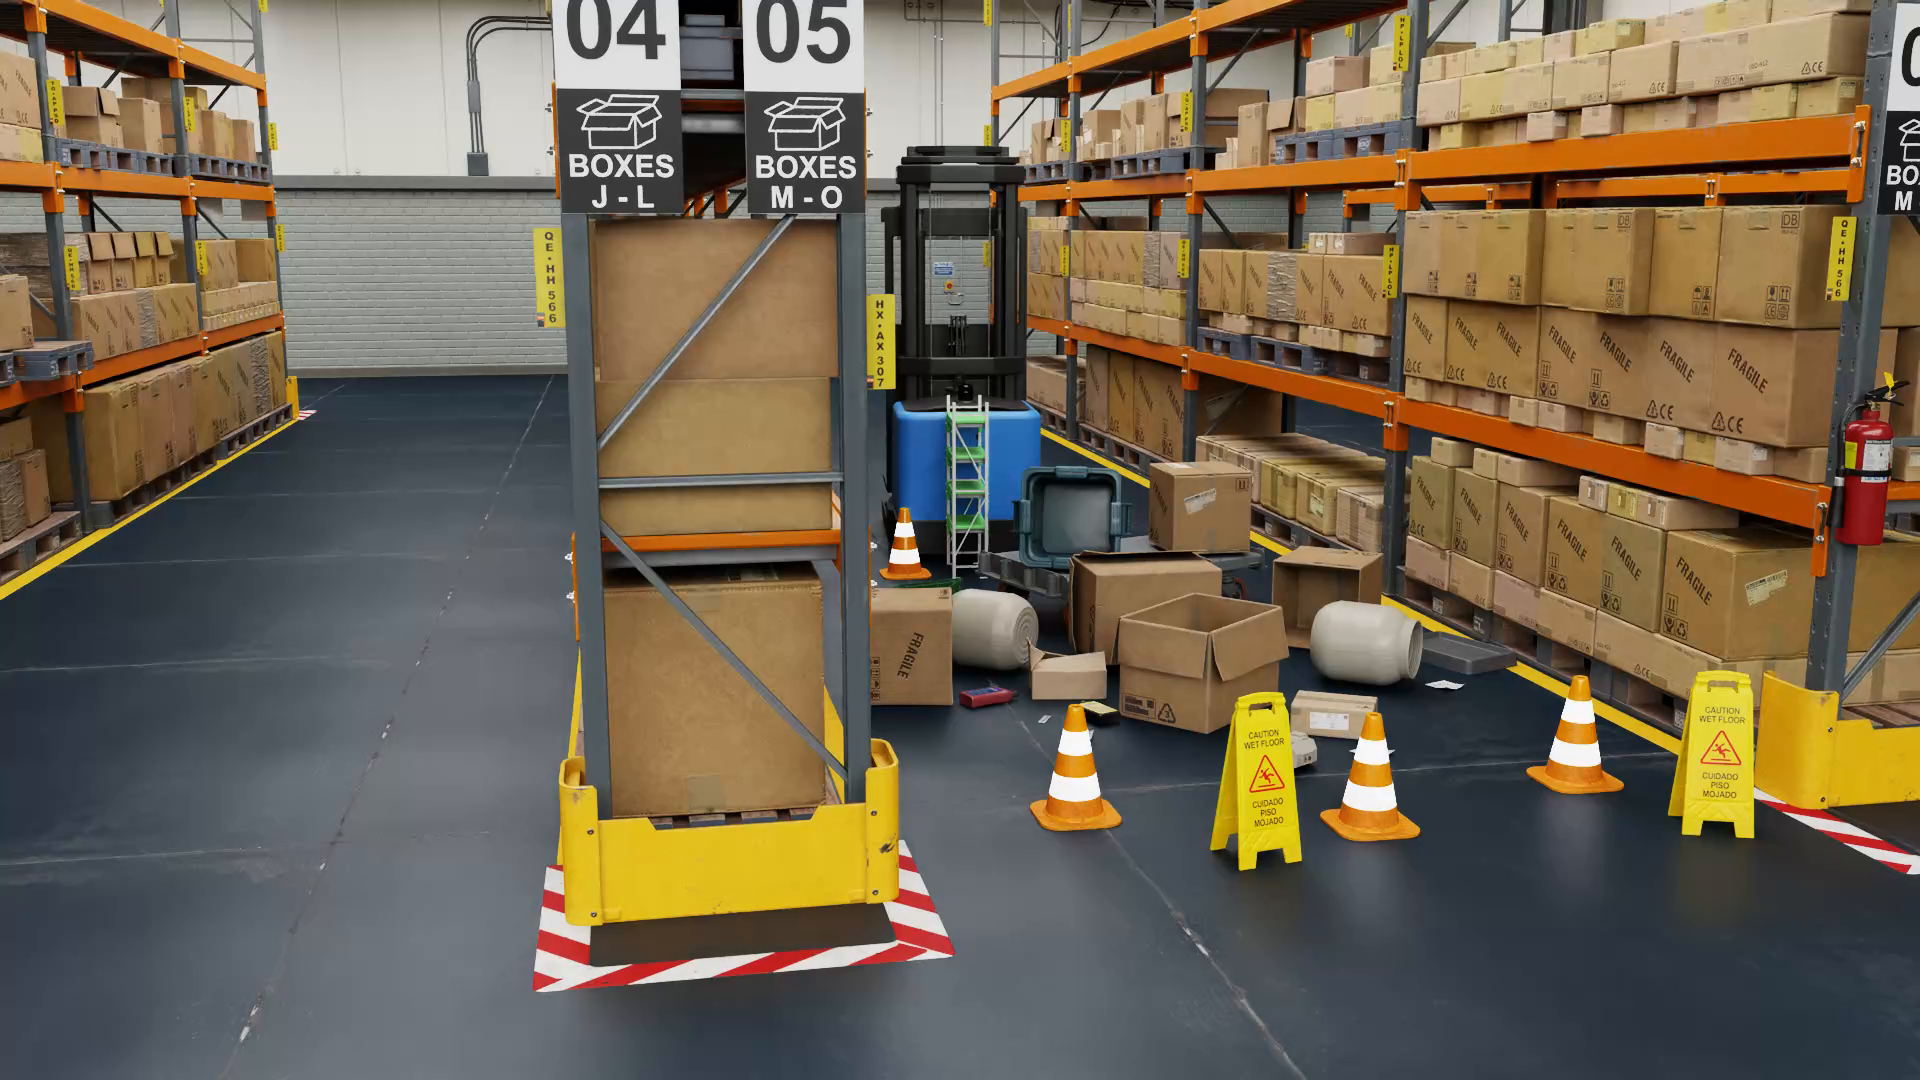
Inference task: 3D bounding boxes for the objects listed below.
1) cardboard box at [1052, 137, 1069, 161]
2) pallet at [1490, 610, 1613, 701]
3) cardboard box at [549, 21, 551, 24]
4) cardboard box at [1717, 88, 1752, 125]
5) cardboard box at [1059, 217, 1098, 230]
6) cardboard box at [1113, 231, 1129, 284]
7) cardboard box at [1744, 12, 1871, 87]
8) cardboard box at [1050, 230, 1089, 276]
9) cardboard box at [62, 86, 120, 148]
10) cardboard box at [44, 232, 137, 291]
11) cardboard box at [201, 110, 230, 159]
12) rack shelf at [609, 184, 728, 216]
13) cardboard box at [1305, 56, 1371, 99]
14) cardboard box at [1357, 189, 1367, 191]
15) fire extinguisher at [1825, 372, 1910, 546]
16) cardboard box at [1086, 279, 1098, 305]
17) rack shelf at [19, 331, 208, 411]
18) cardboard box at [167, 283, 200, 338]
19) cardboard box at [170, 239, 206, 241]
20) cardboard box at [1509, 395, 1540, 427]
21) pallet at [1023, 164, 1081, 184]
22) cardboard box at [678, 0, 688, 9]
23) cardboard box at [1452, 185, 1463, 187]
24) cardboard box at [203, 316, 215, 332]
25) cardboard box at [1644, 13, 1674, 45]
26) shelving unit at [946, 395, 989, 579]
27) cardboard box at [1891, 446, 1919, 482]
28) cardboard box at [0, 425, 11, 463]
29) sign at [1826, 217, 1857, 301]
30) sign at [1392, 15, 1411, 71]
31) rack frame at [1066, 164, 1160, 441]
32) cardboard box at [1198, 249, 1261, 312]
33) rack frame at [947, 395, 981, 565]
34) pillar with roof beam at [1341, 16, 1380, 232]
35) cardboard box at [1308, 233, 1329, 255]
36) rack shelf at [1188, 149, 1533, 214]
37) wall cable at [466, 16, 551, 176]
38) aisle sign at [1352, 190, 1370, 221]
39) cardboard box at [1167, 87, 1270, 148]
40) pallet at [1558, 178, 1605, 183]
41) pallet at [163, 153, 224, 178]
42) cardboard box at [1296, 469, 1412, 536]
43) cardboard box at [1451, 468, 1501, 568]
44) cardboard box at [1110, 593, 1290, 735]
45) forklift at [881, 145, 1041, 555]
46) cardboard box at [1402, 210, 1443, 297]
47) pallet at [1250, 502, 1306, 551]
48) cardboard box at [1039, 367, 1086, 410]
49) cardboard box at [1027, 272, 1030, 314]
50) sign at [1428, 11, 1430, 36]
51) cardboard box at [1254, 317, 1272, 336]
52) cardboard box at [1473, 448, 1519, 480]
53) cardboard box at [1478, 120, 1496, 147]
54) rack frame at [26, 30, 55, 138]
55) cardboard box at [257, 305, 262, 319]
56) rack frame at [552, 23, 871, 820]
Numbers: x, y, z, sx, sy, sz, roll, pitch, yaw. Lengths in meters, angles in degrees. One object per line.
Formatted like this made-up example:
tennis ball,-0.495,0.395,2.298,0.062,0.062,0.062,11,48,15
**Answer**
cardboard box,1.245,-4.368,18.571,0.396,0.266,0.258,-2,11,-9
pallet,3.645,0.583,9.067,1.003,0.211,1.213,-2,11,-11
cardboard box,-1.265,-1.901,5.920,0.380,0.149,0.250,-2,11,-11
cardboard box,3.574,-1.899,7.300,0.380,0.149,0.250,-2,11,-9
cardboard box,1.311,-3.504,18.406,0.380,0.149,0.250,-2,11,-12
cardboard box,1.814,-2.770,16.286,0.500,0.500,0.500,-2,11,-12
cardboard box,3.653,-2.029,6.918,0.500,0.250,0.500,-2,11,-12
cardboard box,1.320,-3.217,18.633,0.500,0.500,0.500,-2,11,-11
cardboard box,-7.678,-3.610,14.221,0.797,0.503,0.637,-2,11,-12
cardboard box,-7.647,-2.425,14.464,0.797,0.503,0.637,-2,11,-9
cardboard box,-8.312,-4.359,17.894,0.700,0.500,0.500,-2,11,-9
rack shelf,-2.764,-3.155,15.150,1.077,0.370,4.000,-2,11,-11
cardboard box,2.781,-3.272,11.785,0.500,0.250,0.500,-2,11,-10
cardboard box,5.607,-4.798,22.531,0.380,0.149,0.250,-2,11,-10
fire extinguisher,3.587,-0.323,6.579,0.296,0.674,0.183,-2,11,-11
cardboard box,1.621,-2.586,17.326,0.500,0.250,0.500,-2,11,-10
rack shelf,-7.649,-1.519,14.580,1.077,0.370,4.000,-2,11,-11
cardboard box,-7.679,-2.213,16.032,0.500,0.500,0.500,-2,11,-11
cardboard box,-8.784,-3.130,18.717,0.500,0.500,0.500,-2,11,-13
cardboard box,3.225,-0.705,9.049,0.380,0.149,0.250,-2,11,-11
pallet,1.300,-4.404,20.025,1.003,0.211,1.213,-2,11,-11
cardboard box,-1.285,-2.173,6.285,0.500,0.250,0.500,-2,11,-11
cardboard box,6.103,-4.281,19.815,0.380,0.149,0.250,-2,11,-9
cardboard box,-7.769,-2.182,16.812,0.380,0.149,0.250,-2,11,-11
cardboard box,3.517,-2.429,7.955,0.380,0.149,0.250,-2,11,-13
shelving unit,0.049,-0.373,11.445,0.258,1.200,0.503,-1,11,-5
cardboard box,4.154,-0.345,7.161,0.380,0.149,0.250,-2,11,-11
cardboard box,-6.987,-0.644,11.559,0.500,0.250,0.500,-1,11,-5
sign,3.468,-1.107,6.546,0.100,0.325,0.005,-2,11,-11
sign,2.695,-3.033,10.150,0.100,0.325,0.005,-2,11,-11
rack frame,1.683,-2.600,18.333,1.000,3.000,0.127,-2,11,-11
cardboard box,2.321,-2.177,13.925,0.500,0.500,0.500,-2,11,-13
rack frame,0.028,-0.418,11.684,0.240,1.200,0.015,-1,11,-5
pillar with roof beam,1.910,-6.832,24.527,9.100,9.000,0.400,-2,11,-11
cardboard box,2.704,-2.105,11.811,0.380,0.149,0.250,-3,11,-13
rack shelf,2.850,-2.620,12.339,1.077,0.370,4.000,-2,11,-11
wall cable,-6.535,-8.663,25.540,2.277,5.999,0.120,-2,11,-11
aisle sign,5.472,-4.794,22.906,0.394,0.787,0.004,-2,11,-11
cardboard box,2.239,-3.660,14.484,0.797,0.503,0.637,-3,11,-15
pallet,6.814,-3.850,17.382,1.213,0.211,1.003,-2,11,-11
pallet,-8.187,-3.820,16.958,1.003,0.211,1.213,-2,11,-11
cardboard box,2.991,-0.276,12.028,0.950,0.372,0.625,-1,11,-7
cardboard box,3.204,-0.141,9.639,0.500,0.500,0.500,-2,11,-9
cardboard box,1.192,0.597,8.212,0.637,0.503,0.797,9,14,38
forklift,-0.052,-1.556,13.033,1.130,2.935,3.031,-1,11,-5
cardboard box,3.111,-1.730,10.029,0.700,0.500,0.500,-2,11,-12
pallet,2.845,-0.130,12.813,1.003,0.211,1.213,-2,11,-11
cardboard box,1.491,-1.831,20.022,0.875,0.438,0.875,-2,11,-13
cardboard box,1.037,-3.007,20.206,0.500,0.500,0.500,-2,11,-9
sign,6.321,-7.015,22.563,0.100,0.325,0.005,-2,11,-11
cardboard box,2.528,-1.685,13.077,0.380,0.149,0.250,-1,11,-8
cardboard box,3.156,-0.438,9.465,0.380,0.149,0.250,-2,11,-9
cardboard box,3.211,-2.325,9.540,0.380,0.149,0.250,-2,11,-11
rack frame,-7.260,-4.453,12.025,1.000,3.000,0.127,-2,11,-11
cardboard box,-8.224,-2.609,19.054,0.380,0.149,0.250,-2,11,-12
rack frame,-0.819,-0.200,5.727,1.000,3.000,0.127,-2,11,-11
